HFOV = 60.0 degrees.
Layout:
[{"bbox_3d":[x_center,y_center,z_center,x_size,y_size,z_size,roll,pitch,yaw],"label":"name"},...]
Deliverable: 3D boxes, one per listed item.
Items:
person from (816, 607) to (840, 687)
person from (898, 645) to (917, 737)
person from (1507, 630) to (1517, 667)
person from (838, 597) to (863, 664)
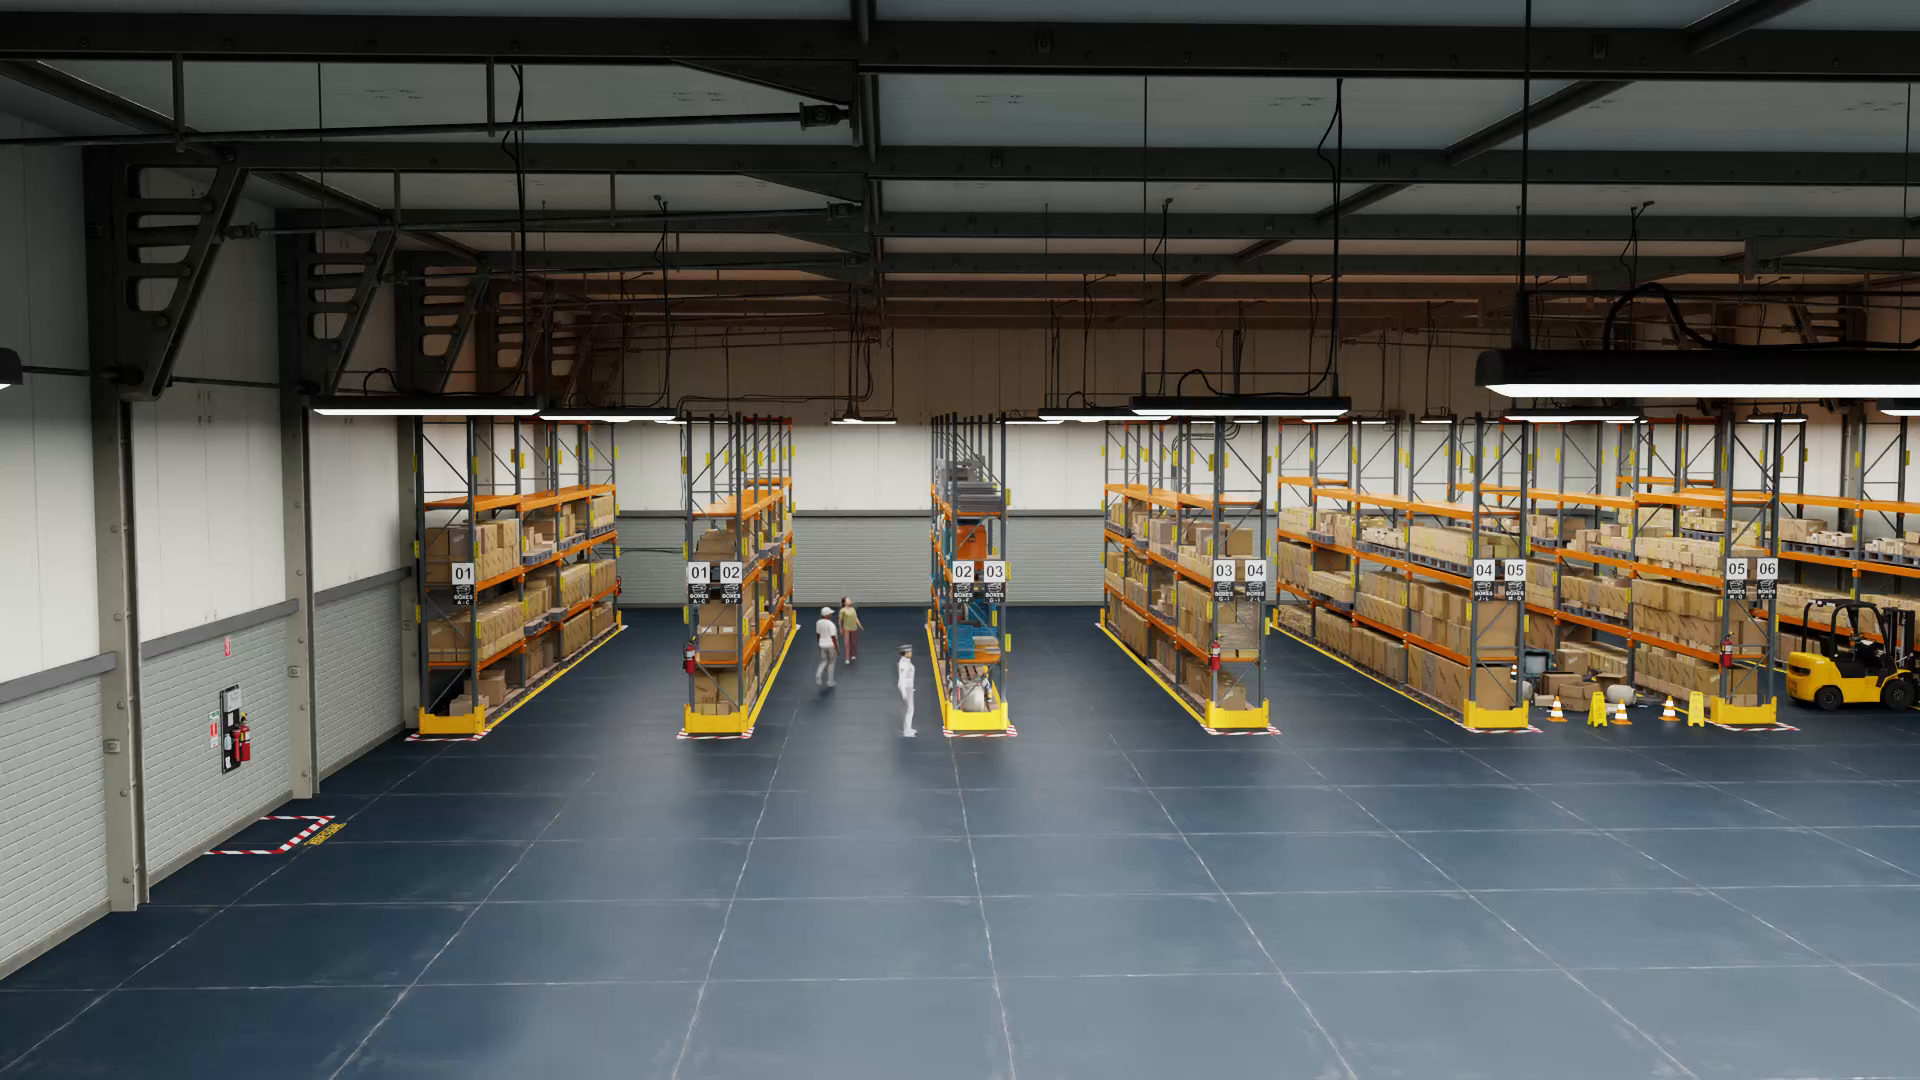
[{"bbox_3d":[-2.921,2.347,36.507,0.579,1.756,0.603,2,4,30],"label":"person"},{"bbox_3d":[-0.980,2.811,30.975,0.370,1.722,0.581,0,4,0],"label":"person"},{"bbox_3d":[13.090,2.213,39.465,0.529,1.689,0.653,-1,4,-16],"label":"person"},{"bbox_3d":[-2.644,2.172,40.240,0.605,1.606,1.012,0,4,-5],"label":"person"}]
